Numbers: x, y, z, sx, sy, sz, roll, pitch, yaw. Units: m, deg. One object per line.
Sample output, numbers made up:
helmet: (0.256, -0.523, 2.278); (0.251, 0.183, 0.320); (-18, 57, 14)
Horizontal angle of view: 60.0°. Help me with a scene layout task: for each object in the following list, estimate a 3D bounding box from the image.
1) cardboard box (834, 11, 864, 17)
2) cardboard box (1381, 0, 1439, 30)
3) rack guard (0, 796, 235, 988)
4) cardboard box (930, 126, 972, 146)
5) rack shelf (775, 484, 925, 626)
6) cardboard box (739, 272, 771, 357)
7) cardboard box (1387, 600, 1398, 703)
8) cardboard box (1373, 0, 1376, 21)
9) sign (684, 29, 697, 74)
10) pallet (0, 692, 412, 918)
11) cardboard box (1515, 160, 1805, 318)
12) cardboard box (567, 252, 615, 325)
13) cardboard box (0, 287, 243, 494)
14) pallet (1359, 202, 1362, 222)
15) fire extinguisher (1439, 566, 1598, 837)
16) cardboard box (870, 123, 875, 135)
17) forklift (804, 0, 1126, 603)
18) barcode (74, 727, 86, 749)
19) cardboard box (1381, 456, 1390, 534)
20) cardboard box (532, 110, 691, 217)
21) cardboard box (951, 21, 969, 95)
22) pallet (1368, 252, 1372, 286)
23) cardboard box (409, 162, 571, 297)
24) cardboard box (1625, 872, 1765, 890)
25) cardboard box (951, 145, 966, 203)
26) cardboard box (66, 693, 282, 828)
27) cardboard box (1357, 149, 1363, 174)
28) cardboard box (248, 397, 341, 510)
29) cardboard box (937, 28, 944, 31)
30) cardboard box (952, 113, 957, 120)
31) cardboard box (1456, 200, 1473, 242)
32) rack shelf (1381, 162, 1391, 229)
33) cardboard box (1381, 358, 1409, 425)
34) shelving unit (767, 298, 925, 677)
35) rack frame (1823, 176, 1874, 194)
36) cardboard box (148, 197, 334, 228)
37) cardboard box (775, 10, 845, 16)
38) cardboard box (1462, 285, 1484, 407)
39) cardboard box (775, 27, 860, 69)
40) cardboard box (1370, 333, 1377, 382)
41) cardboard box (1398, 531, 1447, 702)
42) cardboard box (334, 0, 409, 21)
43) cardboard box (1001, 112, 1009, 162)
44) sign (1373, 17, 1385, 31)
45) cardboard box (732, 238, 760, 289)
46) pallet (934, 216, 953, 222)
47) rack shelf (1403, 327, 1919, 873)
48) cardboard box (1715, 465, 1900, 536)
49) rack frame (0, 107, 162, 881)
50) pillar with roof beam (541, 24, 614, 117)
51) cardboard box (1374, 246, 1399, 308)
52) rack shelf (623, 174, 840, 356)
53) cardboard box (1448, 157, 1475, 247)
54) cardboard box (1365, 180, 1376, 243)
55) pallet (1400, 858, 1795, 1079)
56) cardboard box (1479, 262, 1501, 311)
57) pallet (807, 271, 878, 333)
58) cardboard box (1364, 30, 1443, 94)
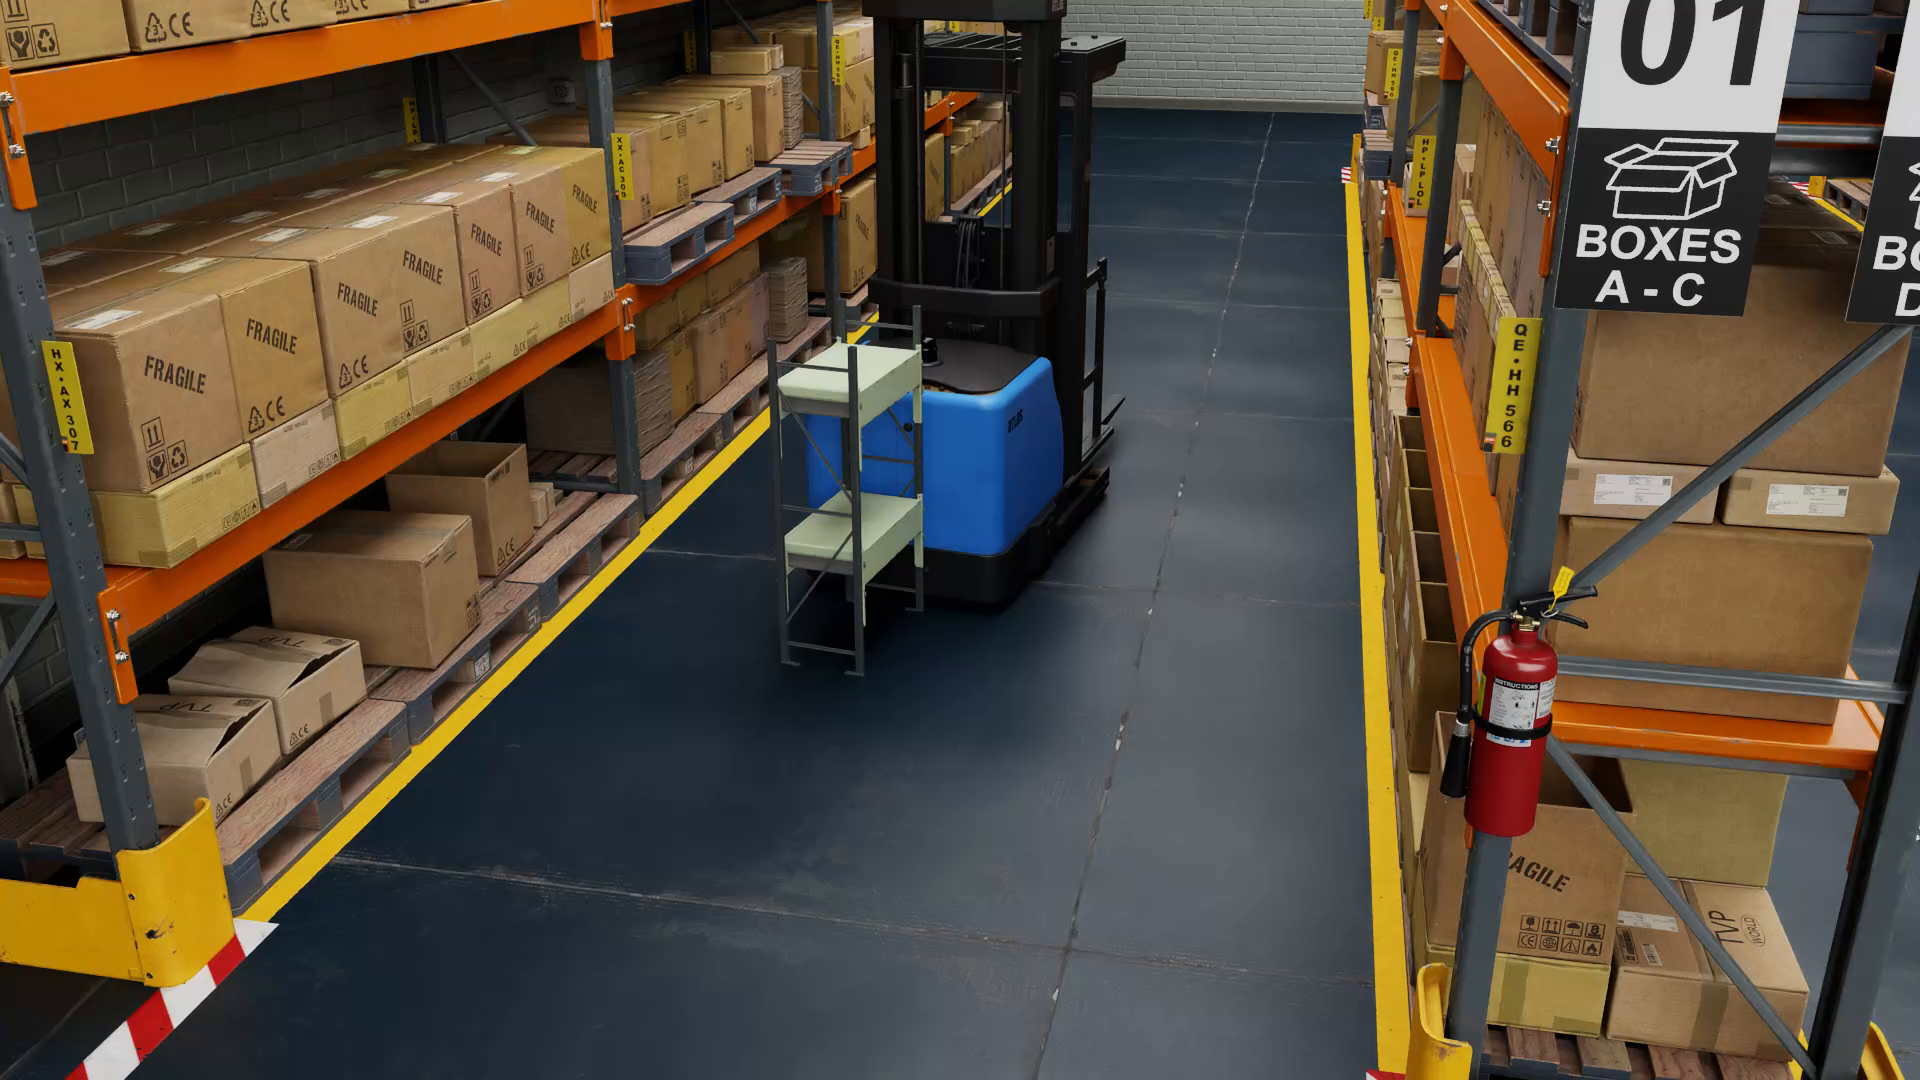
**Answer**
cardboard box: (-0.756, -4.219, 13.750); (0.500, 0.250, 0.500); (4, 22, 10)
cardboard box: (4.110, -4.765, 15.198); (0.500, 0.500, 0.500); (5, 22, 11)
rack guard: (-3.023, 1.094, 5.469); (1.175, 0.500, 0.348); (4, 22, 11)
cardboard box: (-0.089, -4.140, 17.033); (0.380, 0.149, 0.250); (5, 23, 13)
rack shelf: (-0.489, 0.055, 7.582); (0.431, 0.370, 0.720); (8, 23, 18)
cardboard box: (-1.721, -1.561, 11.473); (0.700, 0.500, 0.500); (4, 22, 11)
cardboard box: (2.022, 0.467, 6.796); (0.500, 0.250, 0.500); (4, 22, 11)
cardboard box: (4.628, -5.689, 17.493); (0.500, 0.500, 0.500); (5, 22, 11)
sign: (-1.950, -3.542, 12.083); (0.100, 0.325, 0.005); (4, 22, 11)
pallet: (-2.823, 0.933, 6.254); (1.003, 0.211, 1.213); (4, 22, 11)
cardboard box: (2.134, -0.876, 5.143); (0.700, 0.500, 0.500); (5, 22, 11)
cardboard box: (-2.023, -1.244, 8.102); (0.500, 0.250, 0.500); (5, 22, 11)
cardboard box: (-2.647, -0.477, 5.193); (0.500, 0.500, 0.500); (4, 22, 11)
pallet: (4.648, -3.455, 17.151); (1.003, 0.211, 1.213); (4, 22, 11)
fire extinguisher: (1.333, 0.382, 3.993); (0.296, 0.674, 0.183); (4, 22, 11)
cardboard box: (-0.877, -3.432, 13.669); (0.380, 0.149, 0.250); (5, 22, 12)
forklift: (0.213, -1.581, 8.855); (1.130, 2.935, 3.031); (8, 23, 18)
barcode: (-3.197, 0.718, 6.054); (0.001, 0.075, 0.075); (4, 22, 11)
cardboard box: (2.428, -0.218, 8.497); (0.500, 0.250, 0.500); (4, 22, 10)
cardboard box: (-1.964, -2.139, 9.426); (0.700, 0.500, 0.500); (7, 23, 16)
cardboard box: (-0.464, -4.763, 16.263); (0.980, 0.700, 0.700); (5, 22, 12)
pallet: (4.131, -2.456, 14.671); (1.003, 0.211, 1.213); (4, 22, 11)
cardboard box: (-2.113, -1.409, 7.507); (0.500, 0.500, 0.500); (4, 22, 11)
cardboard box: (2.237, 1.057, 5.333); (0.500, 0.250, 0.500); (4, 22, 11)
cardboard box: (-0.337, -3.728, 16.878); (0.700, 0.500, 0.500); (5, 22, 12)
cardboard box: (-2.810, 0.759, 5.964); (0.500, 0.311, 0.500); (2, 22, 5)
cardboard box: (4.586, -4.082, 18.065); (0.500, 0.250, 0.500); (4, 22, 11)
cardboard box: (-2.536, -0.323, 5.814); (0.500, 0.250, 0.500); (4, 22, 9)
cardboard box: (-0.438, -4.432, 15.285); (0.500, 0.500, 0.500); (4, 22, 10)
cardboard box: (-0.246, -4.559, 18.074); (0.380, 0.149, 0.250); (5, 22, 11)
cardboard box: (2.383, -1.388, 7.284); (0.380, 0.149, 0.250); (4, 22, 11)
rack shelf: (3.852, -2.985, 13.214); (1.077, 0.370, 4.000); (4, 22, 11)
cardboard box: (2.634, -0.847, 9.310); (0.500, 0.311, 0.500); (4, 22, 11)
shelving unit: (-0.489, -0.247, 7.460); (0.431, 1.500, 0.755); (8, 23, 18)
rack frame: (9.925, -5.134, 17.587); (1.000, 3.000, 0.127); (4, 22, 11)
cardboard box: (-2.834, -1.071, 6.668); (0.500, 0.500, 0.500); (5, 22, 12)
cardboard box: (-1.247, -4.254, 13.838); (0.500, 0.250, 0.500); (4, 22, 10)
cardboard box: (2.442, -0.815, 6.728); (0.700, 0.500, 0.500); (4, 22, 10)
cardboard box: (-1.055, -3.662, 12.369); (0.500, 0.250, 0.500); (5, 22, 12)
cardboard box: (2.948, -1.154, 10.822); (0.500, 0.250, 0.500); (4, 22, 9)
cardboard box: (1.923, 0.303, 6.202); (0.500, 0.500, 0.500); (4, 22, 11)
cardboard box: (-2.391, -2.170, 6.050); (0.500, 0.500, 0.500); (6, 23, 14)
cardboard box: (0.181, -4.661, 19.196); (0.700, 0.500, 0.500); (4, 22, 11)
sign: (3.727, -4.490, 14.829); (0.100, 0.325, 0.005); (4, 22, 11)
cardboard box: (-1.680, -1.885, 11.273); (0.500, 0.250, 0.500); (5, 22, 12)
pallet: (-0.674, -2.845, 15.636); (1.003, 0.211, 1.213); (4, 22, 11)
rack shelf: (2.220, -0.059, 5.949); (1.077, 0.370, 4.000); (4, 22, 11)
cardboard box: (2.102, -0.136, 4.174); (0.380, 0.149, 0.250); (4, 22, 11)
rack frame: (-3.039, -0.038, 4.933); (1.000, 3.000, 0.127); (4, 22, 11)
pillar with roof beam: (1.696, -5.009, 9.245); (9.100, 9.000, 0.400); (4, 22, 11)
cardboard box: (3.405, -1.992, 12.542); (0.500, 0.500, 0.500); (5, 23, 13)
rack shelf: (-1.814, -1.899, 10.516); (1.077, 0.370, 4.000); (4, 22, 11)
cardboard box: (3.010, -1.826, 9.240); (0.500, 0.500, 0.500); (4, 22, 11)
cardboard box: (3.923, -2.937, 14.887); (0.500, 0.500, 0.500); (3, 22, 8)
pallet: (1.926, 1.349, 5.222); (1.003, 0.211, 1.213); (4, 22, 11)
cardboard box: (2.124, -0.917, 6.113); (0.380, 0.149, 0.250); (4, 22, 9)
pallet: (-1.172, -1.953, 13.420); (1.003, 0.211, 1.213); (4, 22, 11)
cardboard box: (3.944, -4.135, 14.410); (0.700, 0.500, 0.500); (-3, 22, -7)
